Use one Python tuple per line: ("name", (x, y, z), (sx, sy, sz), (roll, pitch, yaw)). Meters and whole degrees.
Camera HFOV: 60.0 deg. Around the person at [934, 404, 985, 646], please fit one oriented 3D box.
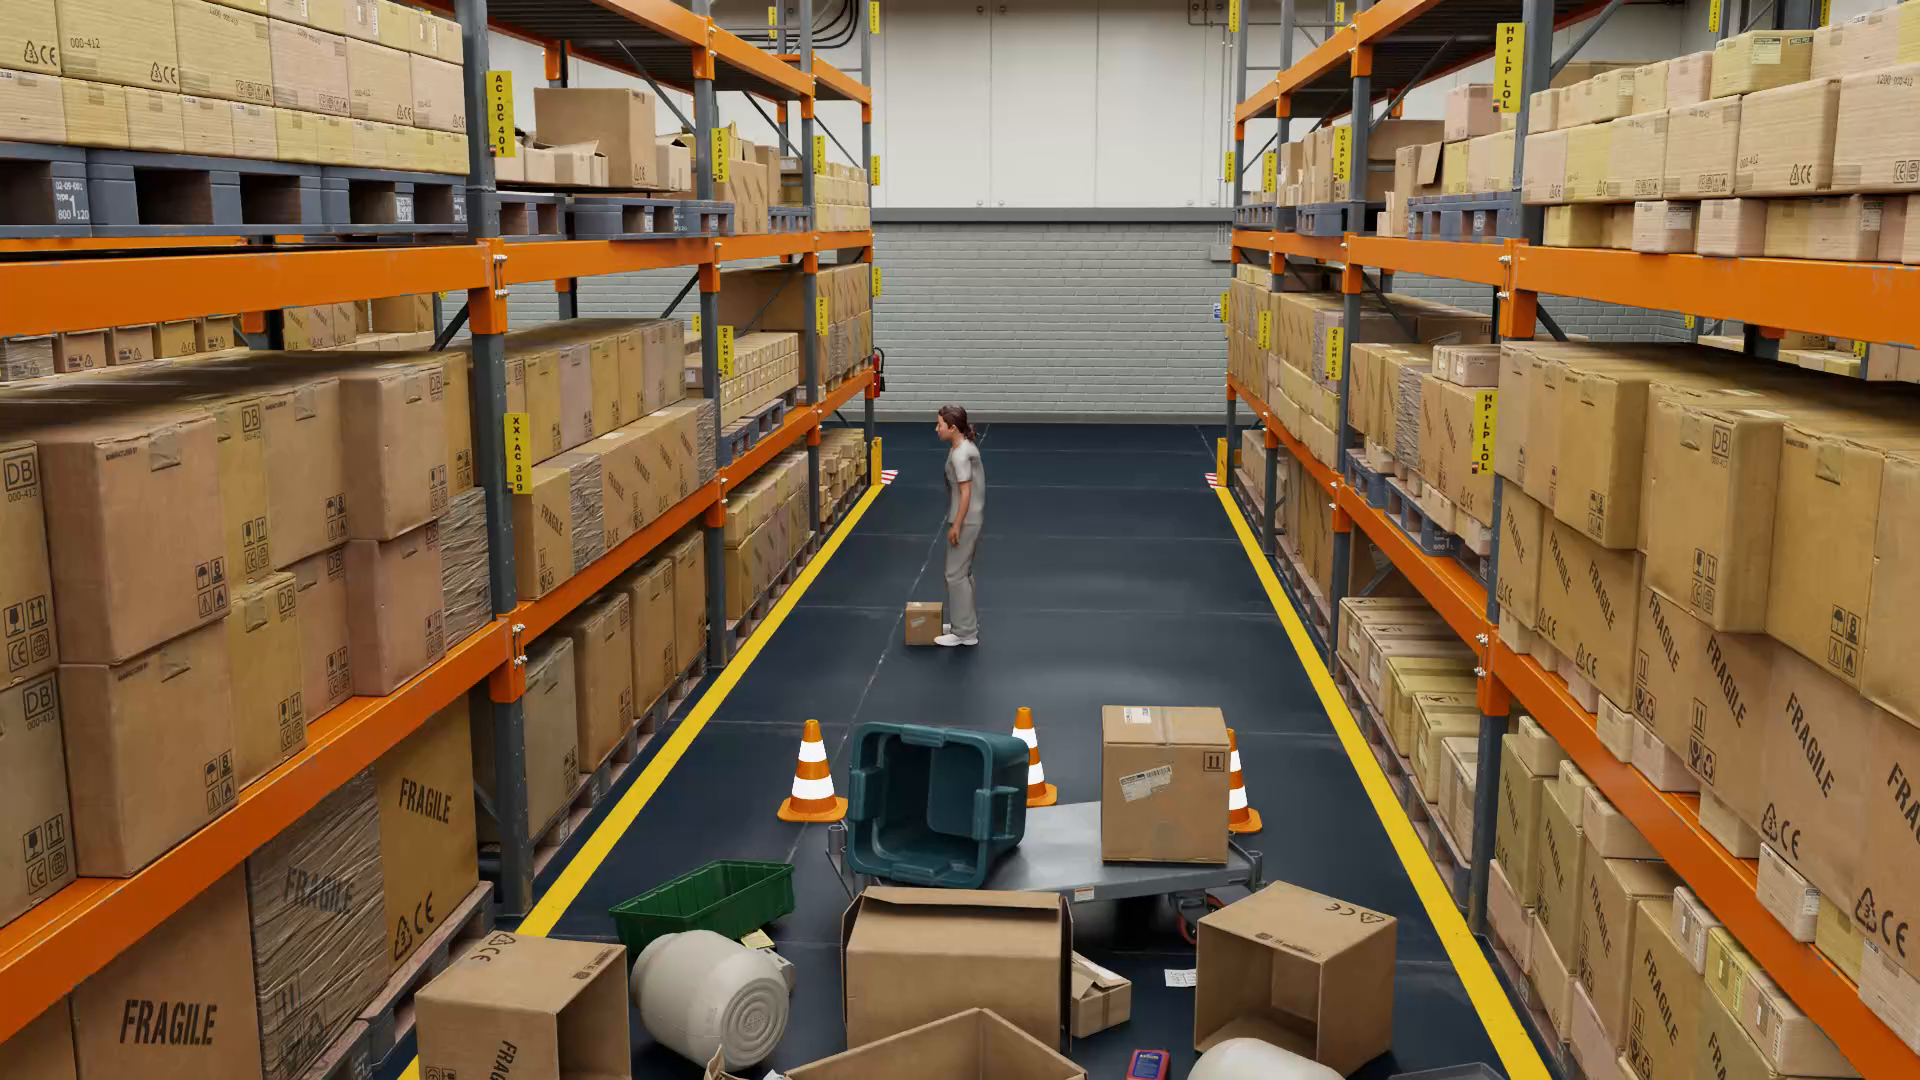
("person", (-0.003, -0.111, 11.515), (0.356, 1.672, 0.514), (0, 11, 1))
